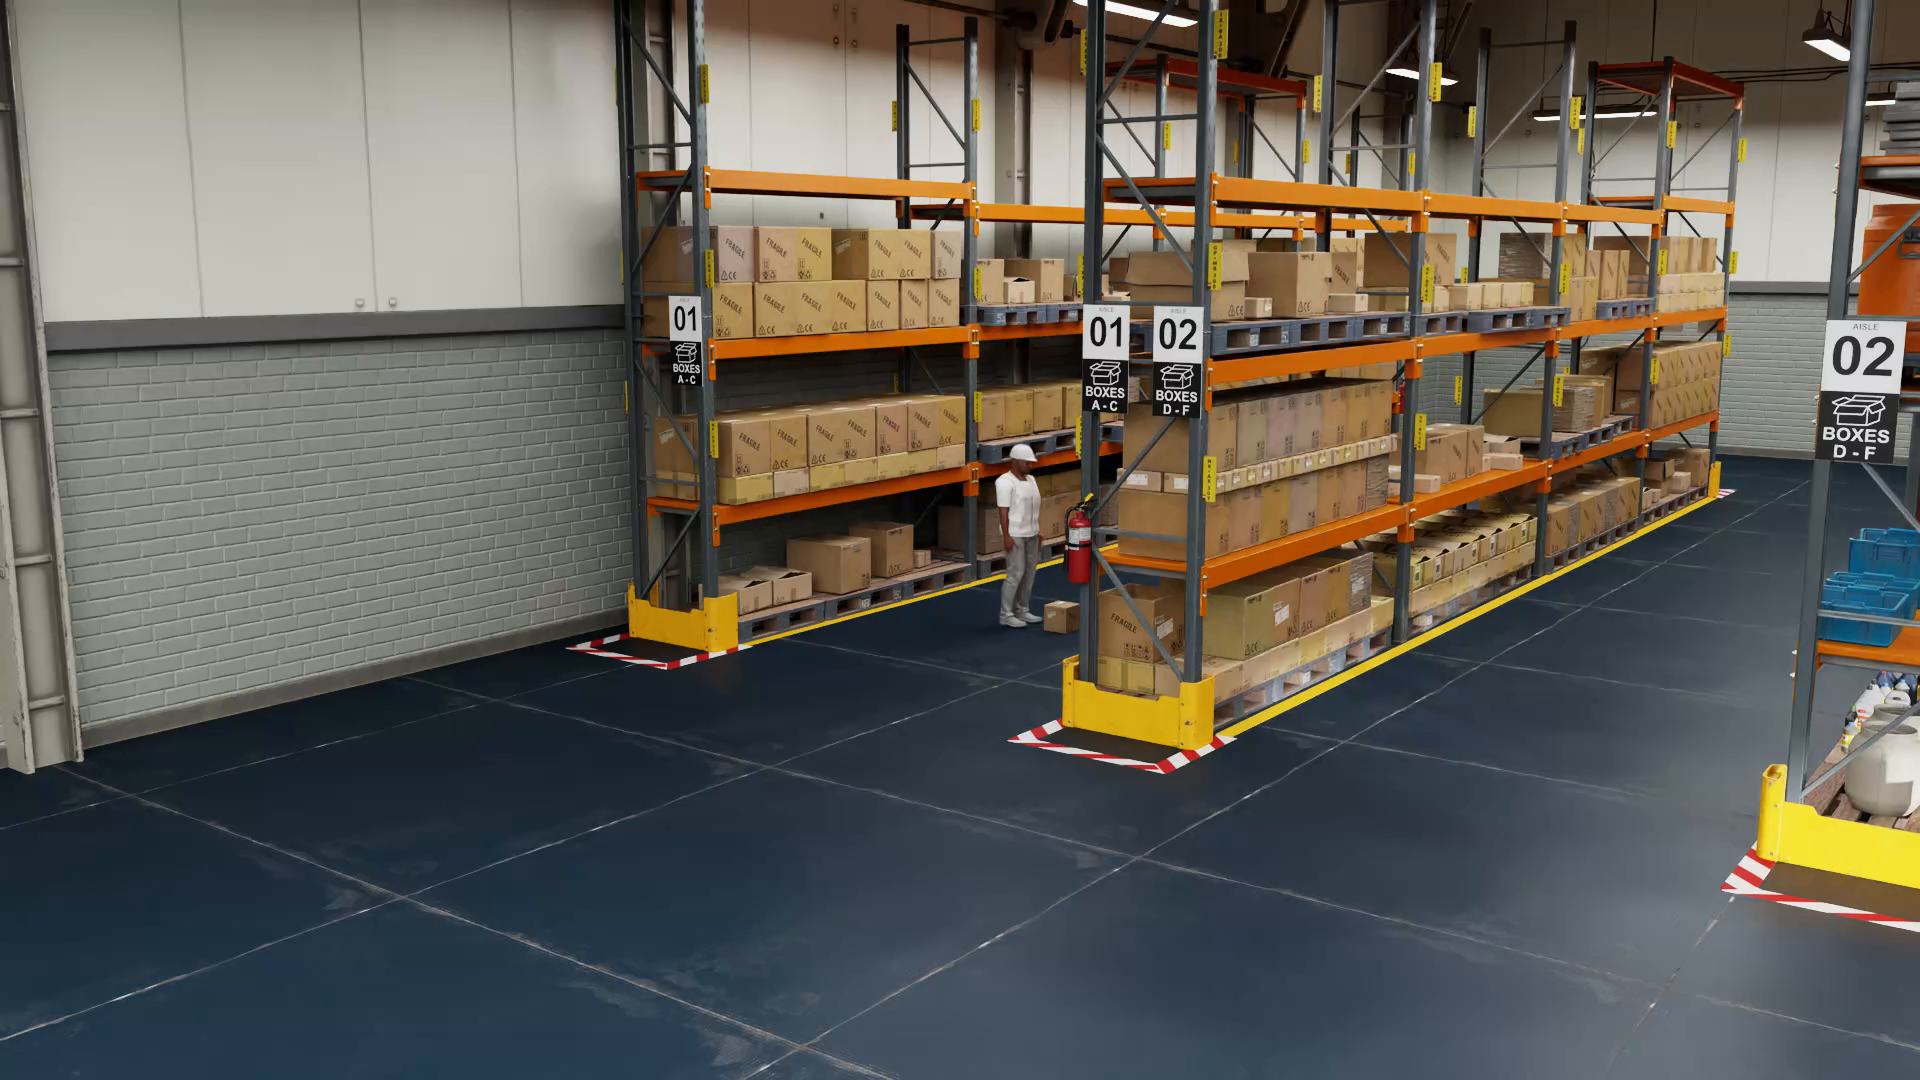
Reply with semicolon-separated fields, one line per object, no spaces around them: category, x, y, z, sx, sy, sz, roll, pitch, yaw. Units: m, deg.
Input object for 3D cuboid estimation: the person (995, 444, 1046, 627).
person;0.589;-0.056;16.154;0.361;1.762;0.566;7;12;37
